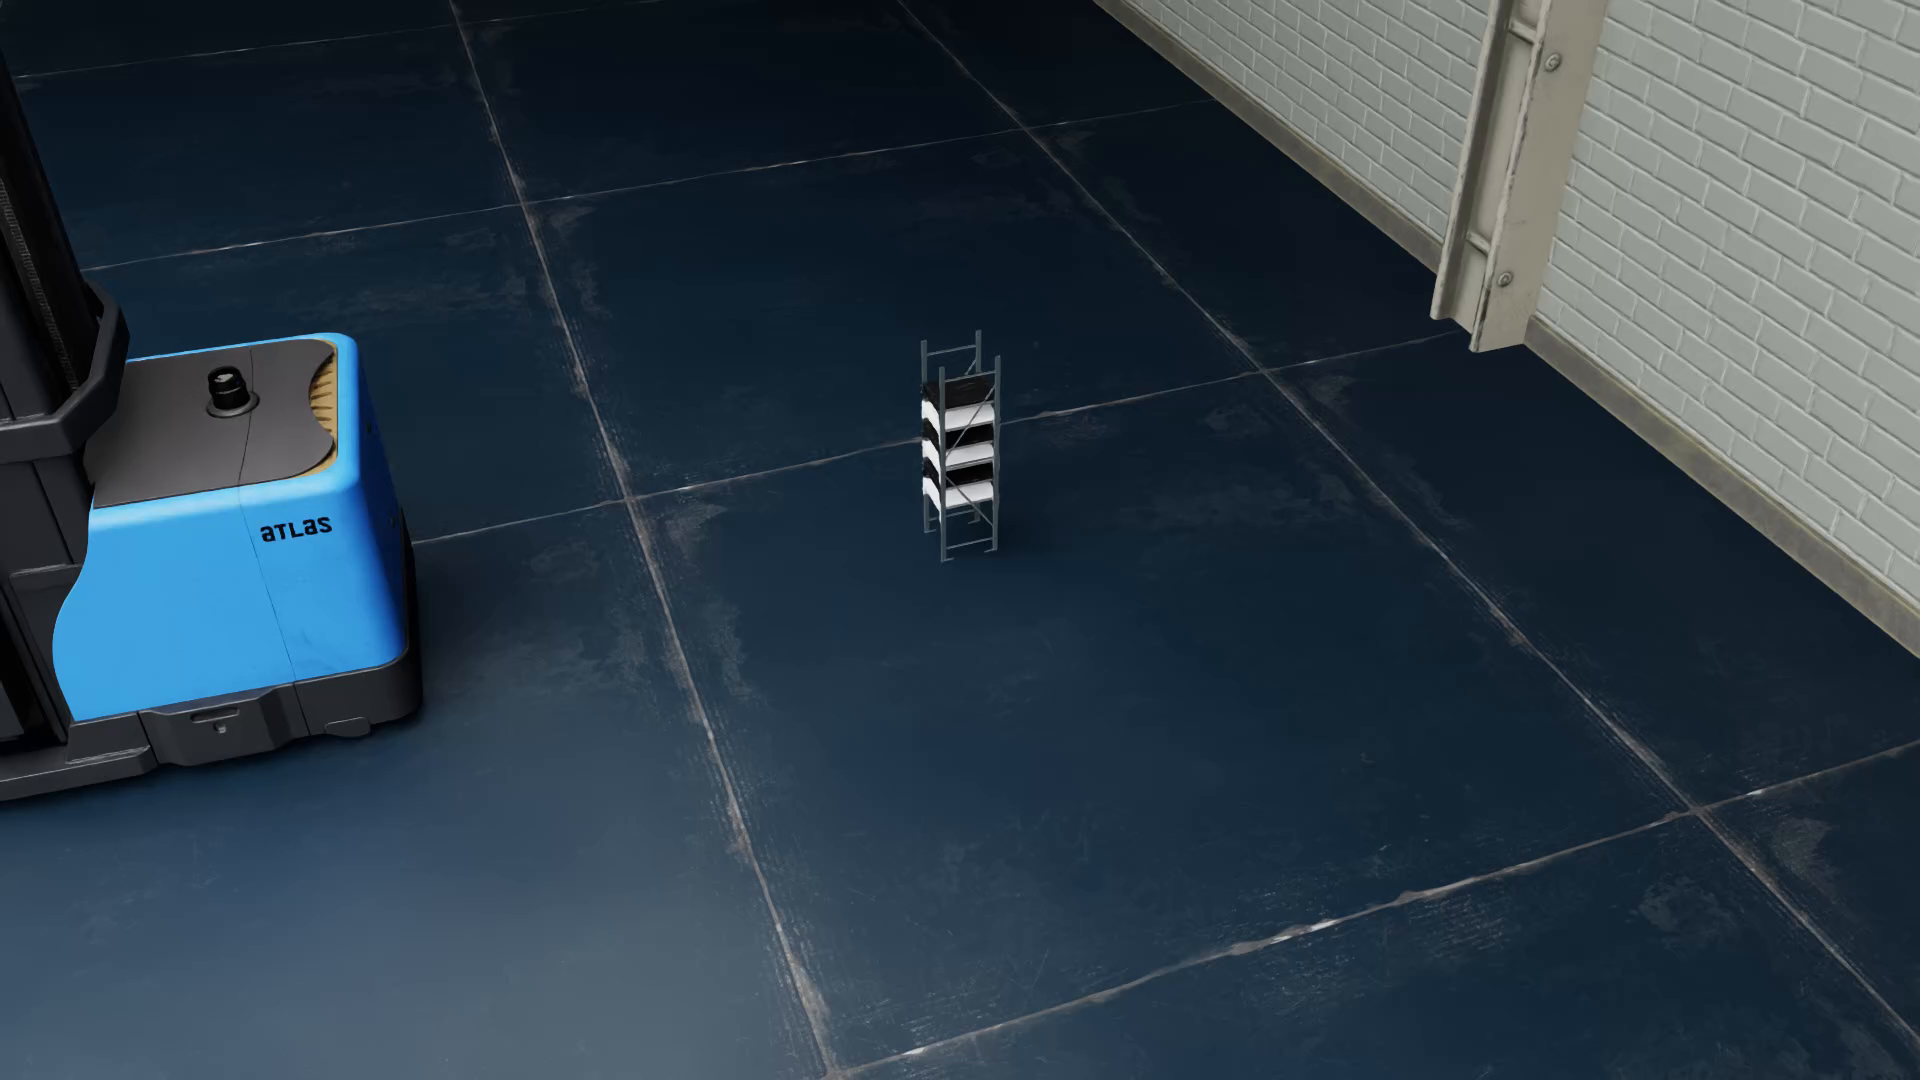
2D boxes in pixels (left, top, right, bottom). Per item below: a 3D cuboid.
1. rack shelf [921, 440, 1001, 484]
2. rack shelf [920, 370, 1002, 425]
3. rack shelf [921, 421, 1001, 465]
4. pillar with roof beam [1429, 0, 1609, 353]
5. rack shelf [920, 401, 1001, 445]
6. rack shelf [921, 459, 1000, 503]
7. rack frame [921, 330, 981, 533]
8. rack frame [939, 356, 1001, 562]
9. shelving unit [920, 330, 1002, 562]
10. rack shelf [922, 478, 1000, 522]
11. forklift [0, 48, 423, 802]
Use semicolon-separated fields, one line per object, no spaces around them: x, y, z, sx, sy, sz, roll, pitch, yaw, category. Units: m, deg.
0.003;-0.328;6.493;0.258;0.077;0.200;-12;39;-16;rack shelf
0.003;-0.544;6.331;0.258;0.077;0.200;-12;39;-16;rack shelf
0.003;-0.400;6.439;0.258;0.077;0.200;-12;39;-16;rack shelf
-1.510;-3.738;4.233;9.100;9.000;0.400;-12;39;-16;pillar with roof beam
0.003;-0.472;6.385;0.258;0.077;0.200;-12;39;-16;rack shelf
0.003;-0.256;6.547;0.258;0.077;0.200;-12;39;-16;rack shelf
-0.032;-0.412;6.549;0.240;0.900;0.006;-12;39;-16;rack frame
0.038;-0.297;6.397;0.240;0.900;0.006;-12;39;-16;rack frame
0.003;-0.355;6.473;0.258;0.900;0.210;-12;39;-16;shelving unit
0.003;-0.184;6.602;0.258;0.077;0.200;-12;39;-16;rack shelf
-3.478;-0.544;5.036;3.031;2.935;1.130;-10;38;-13;forklift
